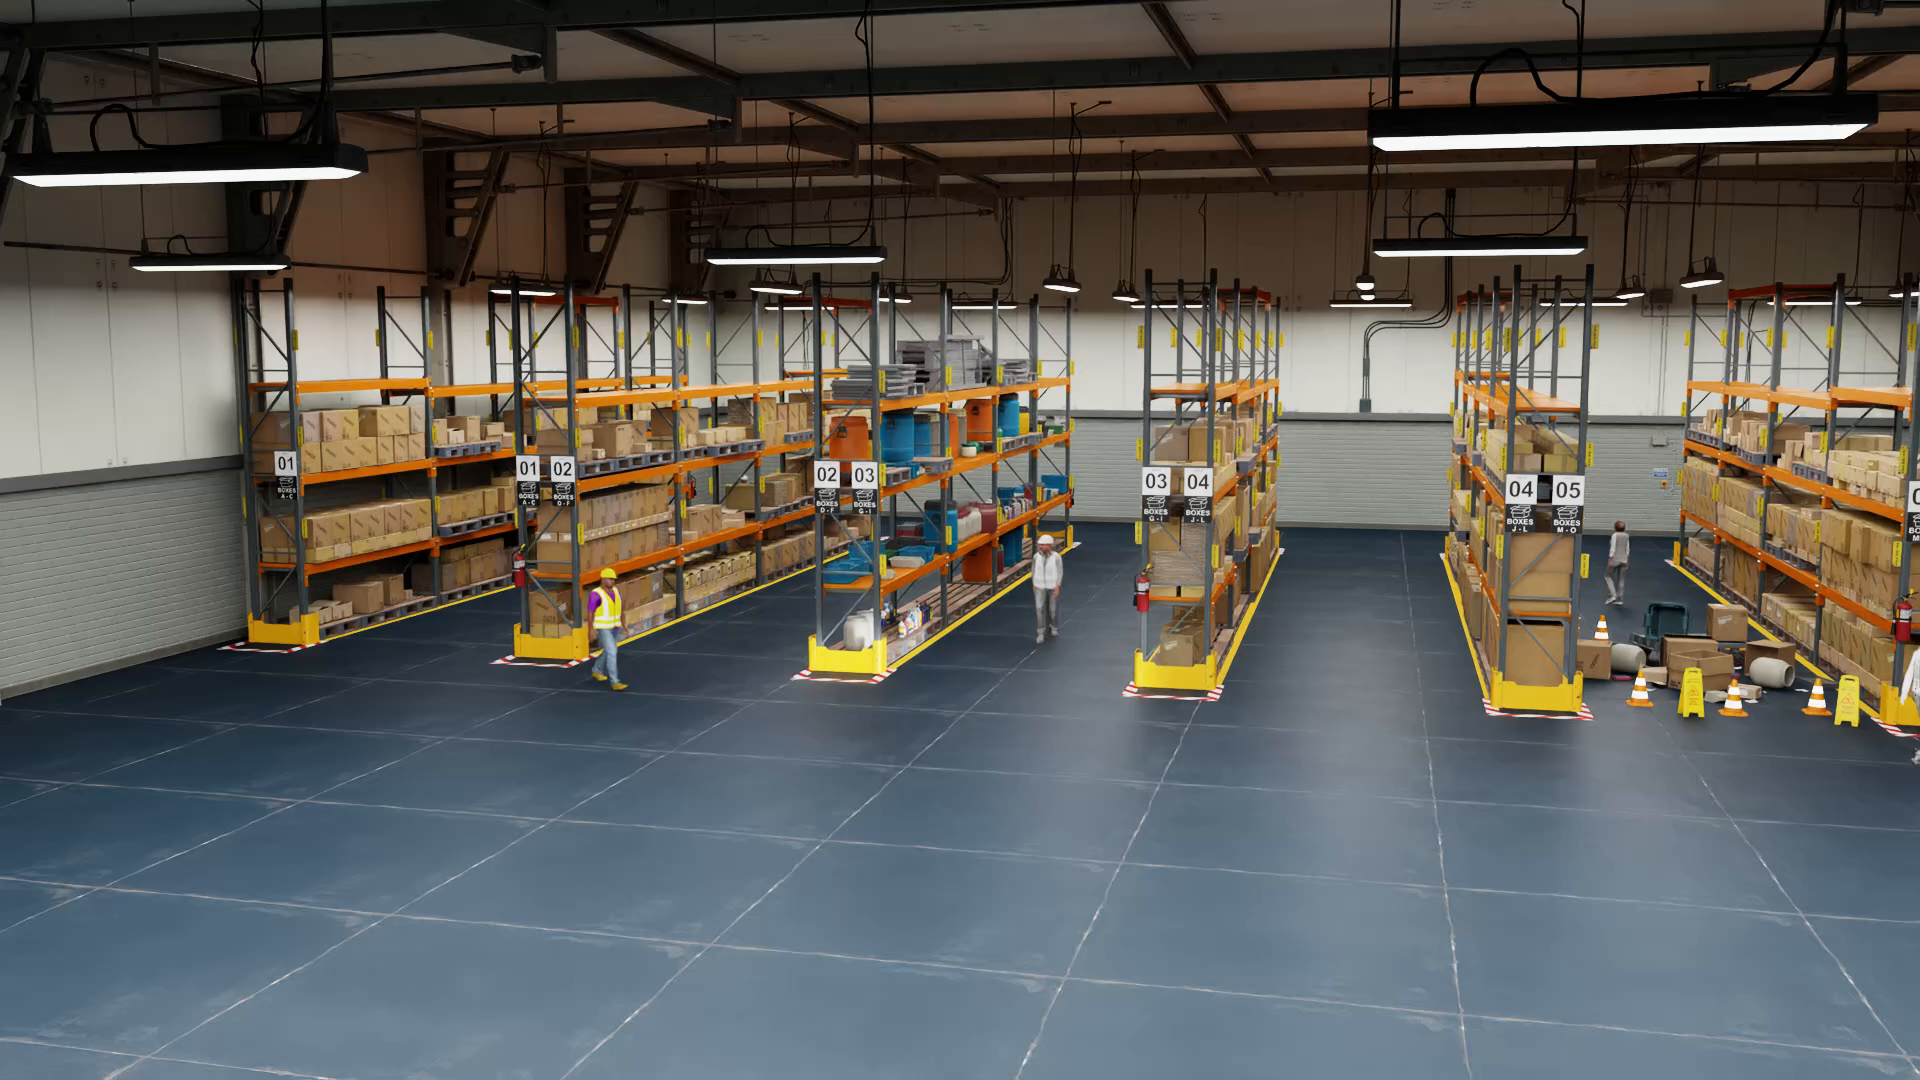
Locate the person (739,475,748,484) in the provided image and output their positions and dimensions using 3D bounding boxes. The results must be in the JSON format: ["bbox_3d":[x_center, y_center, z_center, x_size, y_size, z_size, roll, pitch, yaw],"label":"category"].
[{"bbox_3d":[-5.298,-0.705,40.363,0.497,1.769,0.607,-5,9,-38],"label":"person"}]

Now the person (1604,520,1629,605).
[{"bbox_3d":[12.508,0.438,31.594,0.443,1.623,0.362,-2,7,-14],"label":"person"}]

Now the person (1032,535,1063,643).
[{"bbox_3d":[1.454,0.787,27.859,0.566,1.752,0.874,2,7,13],"label":"person"}]

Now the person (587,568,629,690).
[{"bbox_3d":[-5.083,1.271,24.094,0.945,1.739,0.564,4,8,29],"label":"person"}]

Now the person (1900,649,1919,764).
[{"bbox_3d":[11.416,1.834,19.658,1.045,1.610,0.518,-5,8,-34],"label":"person"}]
